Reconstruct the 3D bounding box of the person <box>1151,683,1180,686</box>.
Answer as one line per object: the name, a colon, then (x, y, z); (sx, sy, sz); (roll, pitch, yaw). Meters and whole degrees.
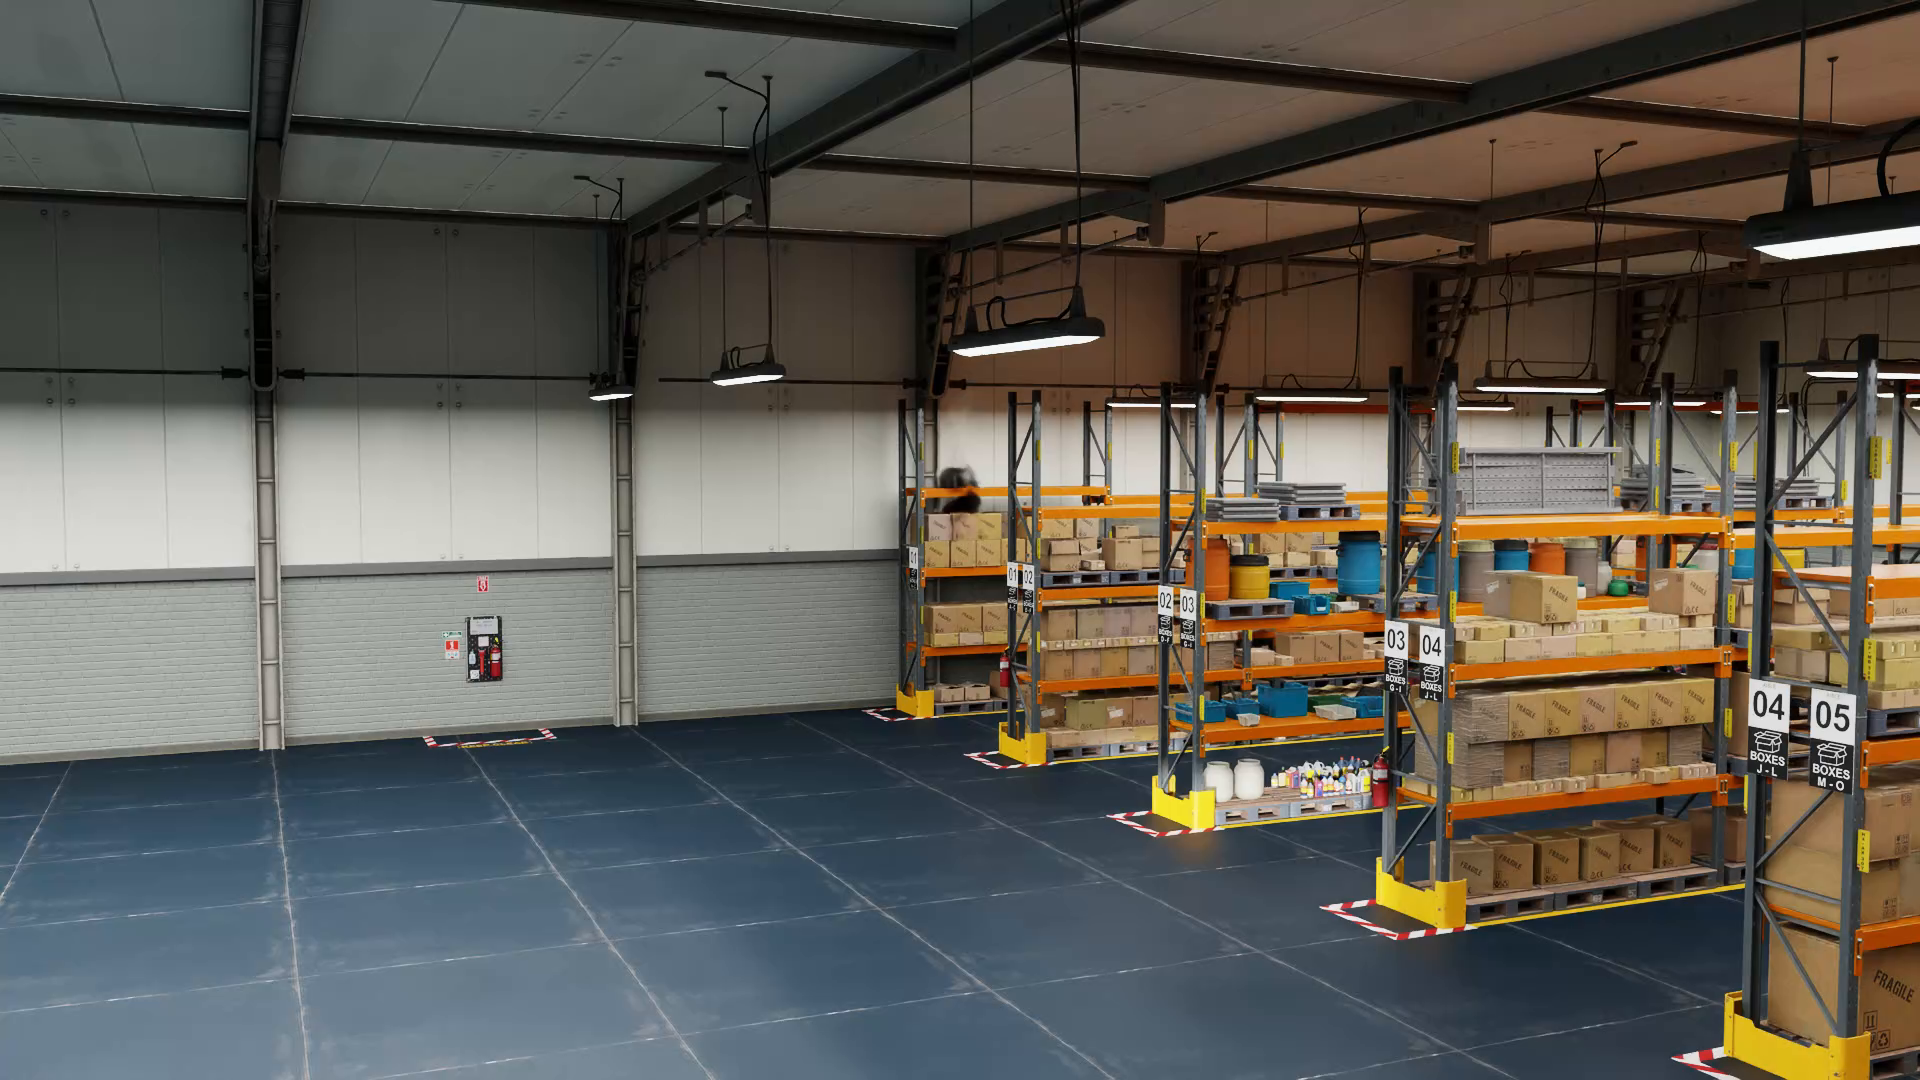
person: (3.873, 2.457, 30.358); (1.106, 1.695, 0.733); (-2, 4, -30)
